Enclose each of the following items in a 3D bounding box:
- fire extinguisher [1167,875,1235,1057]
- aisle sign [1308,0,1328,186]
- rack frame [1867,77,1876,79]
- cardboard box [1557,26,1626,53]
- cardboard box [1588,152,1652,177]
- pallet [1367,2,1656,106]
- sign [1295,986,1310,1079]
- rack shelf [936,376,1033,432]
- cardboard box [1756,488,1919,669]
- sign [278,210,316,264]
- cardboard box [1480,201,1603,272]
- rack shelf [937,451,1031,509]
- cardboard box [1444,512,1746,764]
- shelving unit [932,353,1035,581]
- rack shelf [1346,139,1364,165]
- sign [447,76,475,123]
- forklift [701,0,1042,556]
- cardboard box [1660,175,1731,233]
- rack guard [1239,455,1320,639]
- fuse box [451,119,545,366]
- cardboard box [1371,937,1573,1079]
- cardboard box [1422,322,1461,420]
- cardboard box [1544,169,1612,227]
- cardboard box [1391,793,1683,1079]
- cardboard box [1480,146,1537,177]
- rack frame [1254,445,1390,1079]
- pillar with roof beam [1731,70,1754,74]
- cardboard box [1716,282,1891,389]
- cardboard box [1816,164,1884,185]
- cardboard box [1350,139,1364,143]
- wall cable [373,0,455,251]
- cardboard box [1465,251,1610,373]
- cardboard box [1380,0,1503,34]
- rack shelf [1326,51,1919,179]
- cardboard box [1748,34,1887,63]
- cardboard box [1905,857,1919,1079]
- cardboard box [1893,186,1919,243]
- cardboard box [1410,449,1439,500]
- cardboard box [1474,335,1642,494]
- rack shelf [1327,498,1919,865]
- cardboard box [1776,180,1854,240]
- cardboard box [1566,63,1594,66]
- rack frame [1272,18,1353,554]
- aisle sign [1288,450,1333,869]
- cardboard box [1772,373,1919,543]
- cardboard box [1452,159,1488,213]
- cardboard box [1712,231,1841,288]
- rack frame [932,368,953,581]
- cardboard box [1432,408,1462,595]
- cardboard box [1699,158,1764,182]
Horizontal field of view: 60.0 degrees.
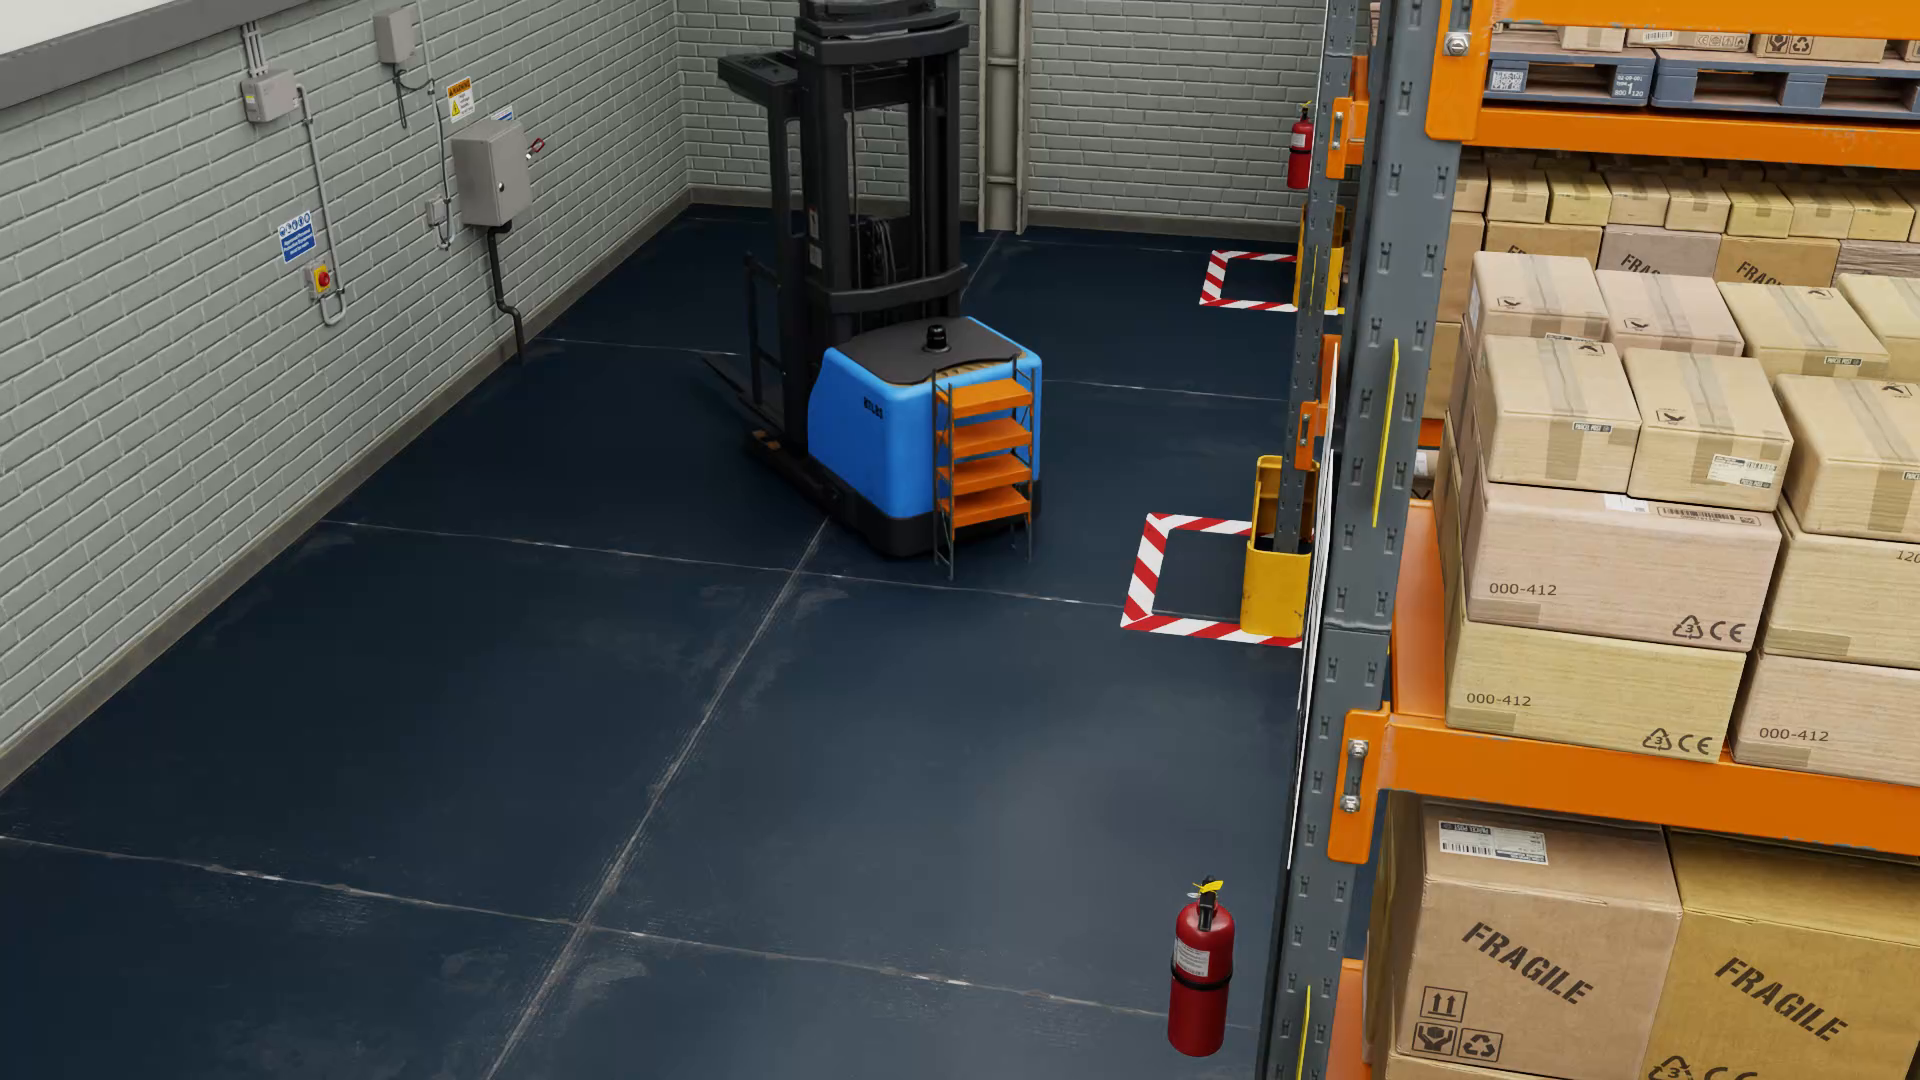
[{"bbox_3d":[0.713,1.213,4.880,0.183,0.674,0.296,6,29,11],"label":"fire extinguisher"},{"bbox_3d":[1.667,-2.089,7.735,0.004,0.787,0.394,6,29,11],"label":"aisle sign"},{"bbox_3d":[6.743,-3.008,12.120,0.127,3.000,1.000,6,29,11],"label":"rack frame"},{"bbox_3d":[2.814,-2.294,7.413,0.250,0.149,0.380,7,29,12],"label":"cardboard box"},{"bbox_3d":[3.193,-1.798,8.090,0.250,0.149,0.380,6,29,10],"label":"cardboard box"},{"bbox_3d":[2.526,-2.285,7.768,1.213,0.211,1.003,6,29,11],"label":"pallet"},{"bbox_3d":[0.750,1.132,3.656,0.005,0.325,0.100,6,29,11],"label":"sign"},{"bbox_3d":[0.127,-0.742,9.037,0.480,0.148,0.258,-13,31,-22],"label":"rack shelf"},{"bbox_3d":[1.749,0.006,3.127,0.500,0.250,0.500,6,29,10],"label":"cardboard box"},{"bbox_3d":[-3.791,-1.734,9.512,0.001,0.218,0.327,6,29,11],"label":"sign"},{"bbox_3d":[2.715,-1.329,7.909,0.500,0.500,0.500,5,29,9],"label":"cardboard box"},{"bbox_3d":[0.127,-0.338,9.258,0.480,0.148,0.258,-13,31,-22],"label":"rack shelf"},{"bbox_3d":[1.249,0.172,3.344,0.500,0.250,0.500,7,29,12],"label":"cardboard box"},{"bbox_3d":[0.127,-0.397,9.226,0.503,1.200,0.258,-13,31,-22],"label":"shelving unit"},{"bbox_3d":[4.787,-2.893,12.659,4.000,0.370,1.077,6,29,11],"label":"rack shelf"},{"bbox_3d":[-3.354,-2.961,11.175,0.001,0.242,0.339,6,29,11],"label":"sign"},{"bbox_3d":[-0.727,-1.859,10.093,1.130,2.935,3.031,-17,33,-28],"label":"forklift"},{"bbox_3d":[3.353,-1.542,7.622,0.250,0.149,0.380,6,29,11],"label":"cardboard box"},{"bbox_3d":[1.774,0.017,9.199,0.348,0.500,1.175,6,29,11],"label":"rack guard"},{"bbox_3d":[-3.140,-2.039,11.692,0.414,1.711,0.539,6,29,11],"label":"fuse box"},{"bbox_3d":[1.244,1.258,3.915,0.500,0.500,0.500,7,30,13],"label":"cardboard box"},{"bbox_3d":[2.207,-0.938,8.236,0.500,0.500,0.500,6,29,10],"label":"cardboard box"},{"bbox_3d":[2.850,-1.588,7.706,0.250,0.149,0.380,5,29,9],"label":"cardboard box"},{"bbox_3d":[1.247,0.814,3.684,0.500,0.500,0.500,6,29,10],"label":"cardboard box"},{"bbox_3d":[2.714,-1.902,8.280,0.250,0.149,0.380,6,29,10],"label":"cardboard box"},{"bbox_3d":[0.863,1.257,4.330,0.127,3.000,1.000,6,29,11],"label":"rack frame"},{"bbox_3d":[5.351,-4.111,7.888,0.400,9.000,9.100,6,29,11],"label":"pillar with roof beam"},{"bbox_3d":[1.721,-0.395,3.445,0.250,0.149,0.380,5,29,9],"label":"cardboard box"},{"bbox_3d":[4.196,-1.701,7.913,0.250,0.149,0.380,6,29,10],"label":"cardboard box"},{"bbox_3d":[3.095,-3.137,12.618,0.250,0.149,0.380,6,29,10],"label":"cardboard box"},{"bbox_3d":[-3.437,-2.745,10.582,0.122,1.984,0.588,6,29,11],"label":"wall cable"},{"bbox_3d":[1.250,-0.491,3.621,0.250,0.149,0.380,6,29,10],"label":"cardboard box"},{"bbox_3d":[2.257,-2.553,7.780,0.500,0.250,0.500,3,29,6],"label":"cardboard box"},{"bbox_3d":[3.754,-1.877,7.681,4.000,0.370,1.077,6,29,11],"label":"rack shelf"},{"bbox_3d":[3.738,-2.392,7.227,0.500,0.500,0.500,6,29,11],"label":"cardboard box"},{"bbox_3d":[2.246,0.924,3.483,0.500,0.500,0.500,5,29,9],"label":"cardboard box"},{"bbox_3d":[4.361,-1.457,7.467,0.250,0.149,0.380,6,29,10],"label":"cardboard box"},{"bbox_3d":[2.464,-0.119,9.074,0.875,0.438,0.875,5,29,9],"label":"cardboard box"},{"bbox_3d":[1.132,-0.247,3.175,0.250,0.149,0.380,6,29,10],"label":"cardboard box"},{"bbox_3d":[2.819,0.458,3.416,4.000,0.370,1.077,6,29,11],"label":"rack shelf"},{"bbox_3d":[3.862,-1.500,7.546,0.250,0.149,0.380,6,29,11],"label":"cardboard box"},{"bbox_3d":[4.685,-3.480,12.049,0.500,0.500,0.500,7,29,12],"label":"cardboard box"},{"bbox_3d":[1.798,-1.077,8.594,0.127,3.000,1.000,6,29,11],"label":"rack frame"},{"bbox_3d":[0.729,0.251,3.462,0.004,0.787,0.394,6,29,11],"label":"aisle sign"},{"bbox_3d":[1.628,-0.152,3.001,0.250,0.149,0.380,6,29,10],"label":"cardboard box"},{"bbox_3d":[2.359,-1.686,7.885,0.250,0.149,0.380,7,29,12],"label":"cardboard box"},{"bbox_3d":[3.708,-1.232,7.731,0.500,0.500,0.500,6,29,11],"label":"cardboard box"},{"bbox_3d":[-0.094,-0.348,9.136,0.015,1.200,0.240,-13,31,-22],"label":"rack frame"},{"bbox_3d":[1.363,-0.071,3.789,0.500,0.250,0.500,5,29,9],"label":"cardboard box"},{"bbox_3d":[3.703,-1.765,8.030,0.250,0.149,0.380,7,29,12],"label":"cardboard box"}]
